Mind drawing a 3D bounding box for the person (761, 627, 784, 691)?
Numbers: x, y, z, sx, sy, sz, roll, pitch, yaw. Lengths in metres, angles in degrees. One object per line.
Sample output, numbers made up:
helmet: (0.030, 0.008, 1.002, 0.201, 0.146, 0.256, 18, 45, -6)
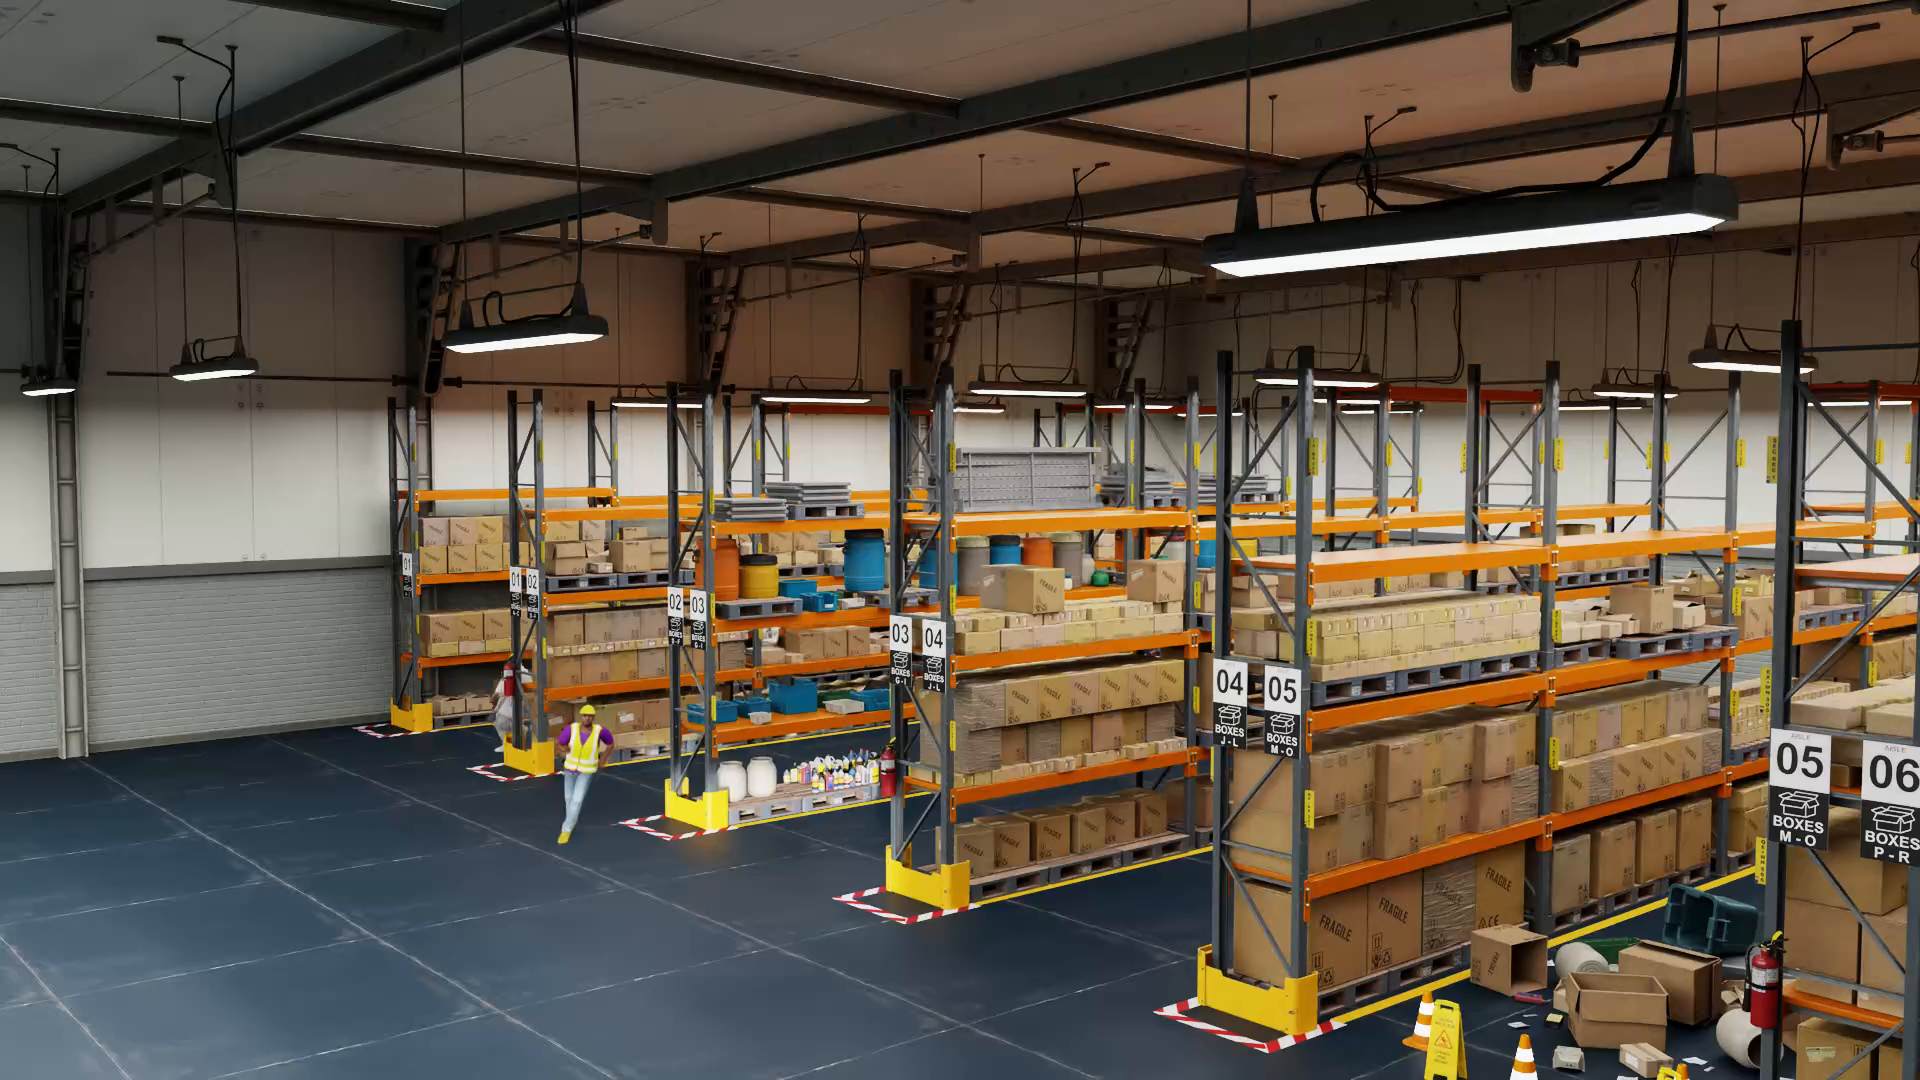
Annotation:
person: (-3.639, 2.192, 31.562, 0.583, 1.786, 0.729, 2, 4, 36)

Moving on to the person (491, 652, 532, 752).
person: (-7.483, 2.699, 27.803, 0.587, 1.726, 0.769, -3, 5, -45)

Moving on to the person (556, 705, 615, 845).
person: (-4.920, 3.025, 21.724, 0.703, 1.776, 0.820, 0, 3, 4)
